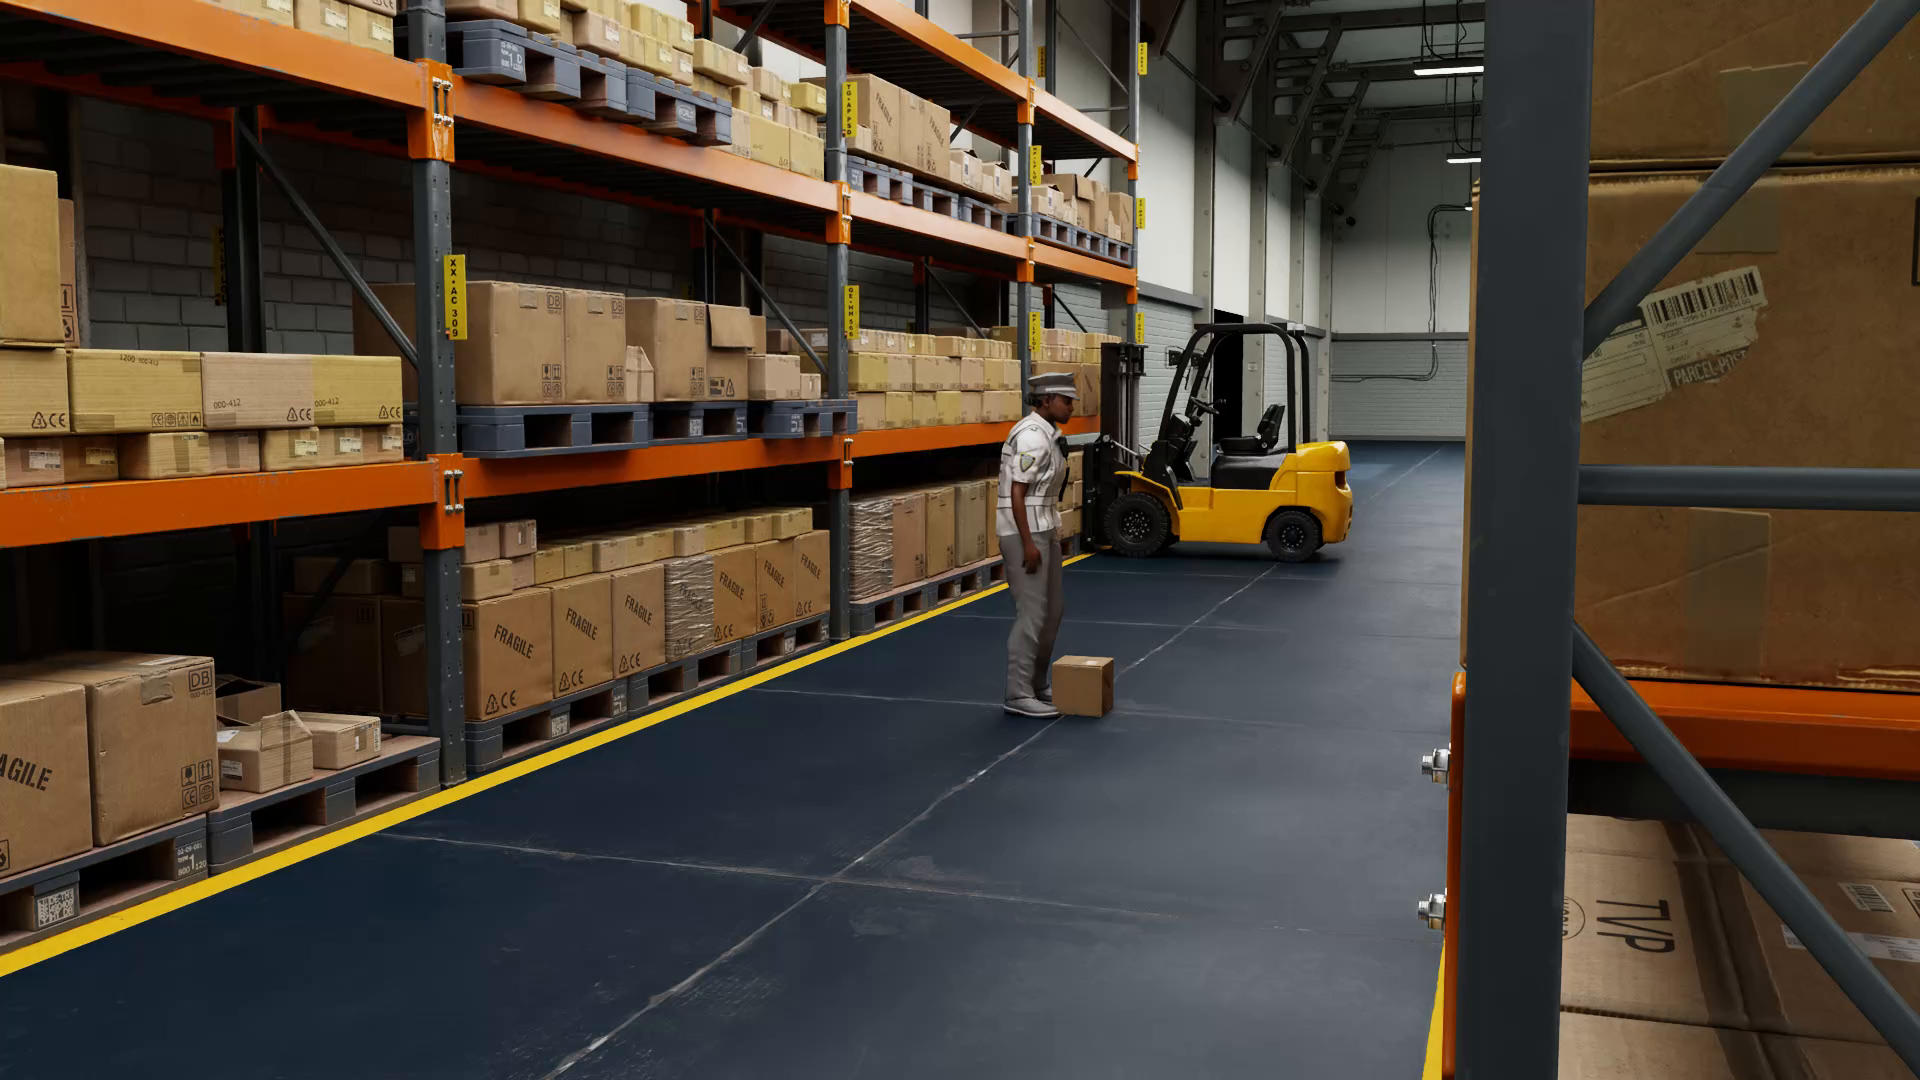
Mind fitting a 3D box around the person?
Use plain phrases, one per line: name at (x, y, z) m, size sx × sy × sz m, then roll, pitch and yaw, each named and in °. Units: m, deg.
person at (0.382, 0.009, 8.159) m, size 0.399 × 1.657 × 0.512 m, roll 2°, pitch 6°, yaw 19°
